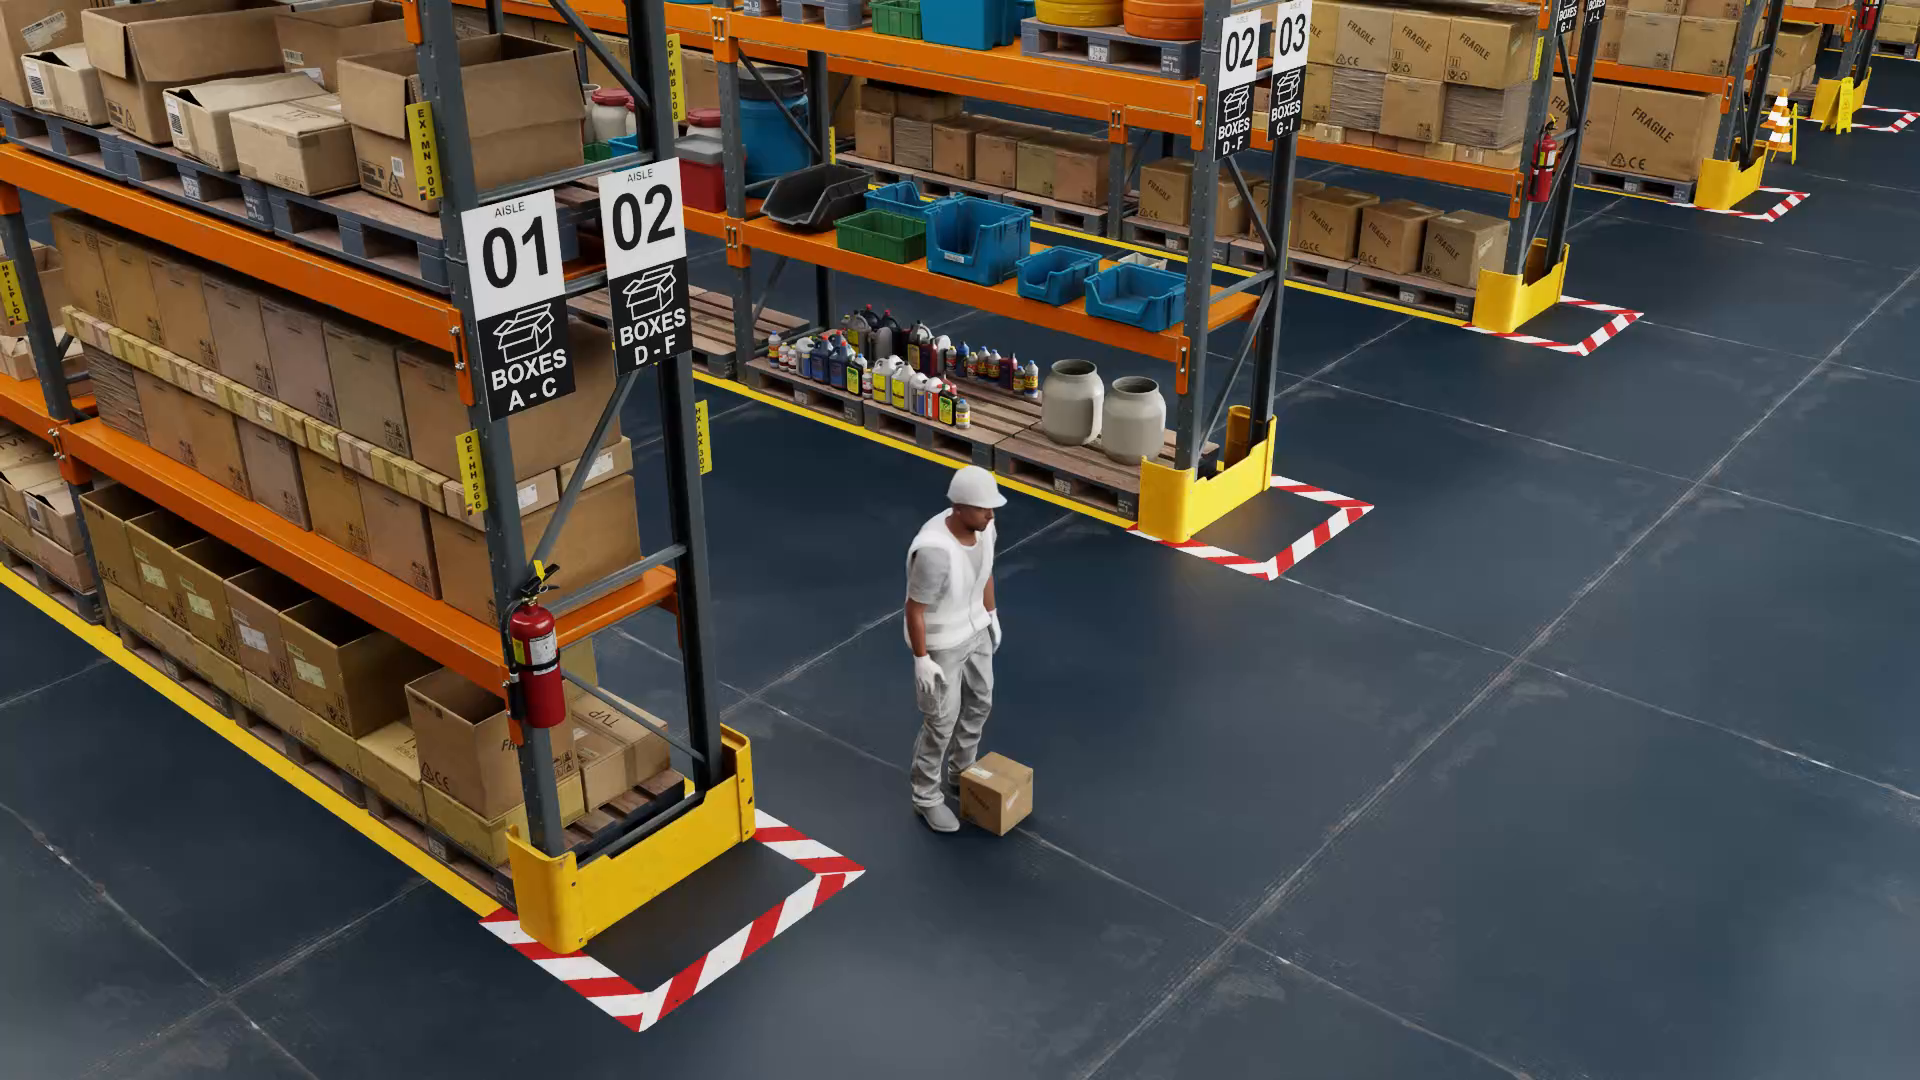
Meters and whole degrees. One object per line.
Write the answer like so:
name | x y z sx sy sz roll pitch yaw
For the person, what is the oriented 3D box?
person | -0.011 0.467 7.696 0.452 1.772 0.617 19 33 32
